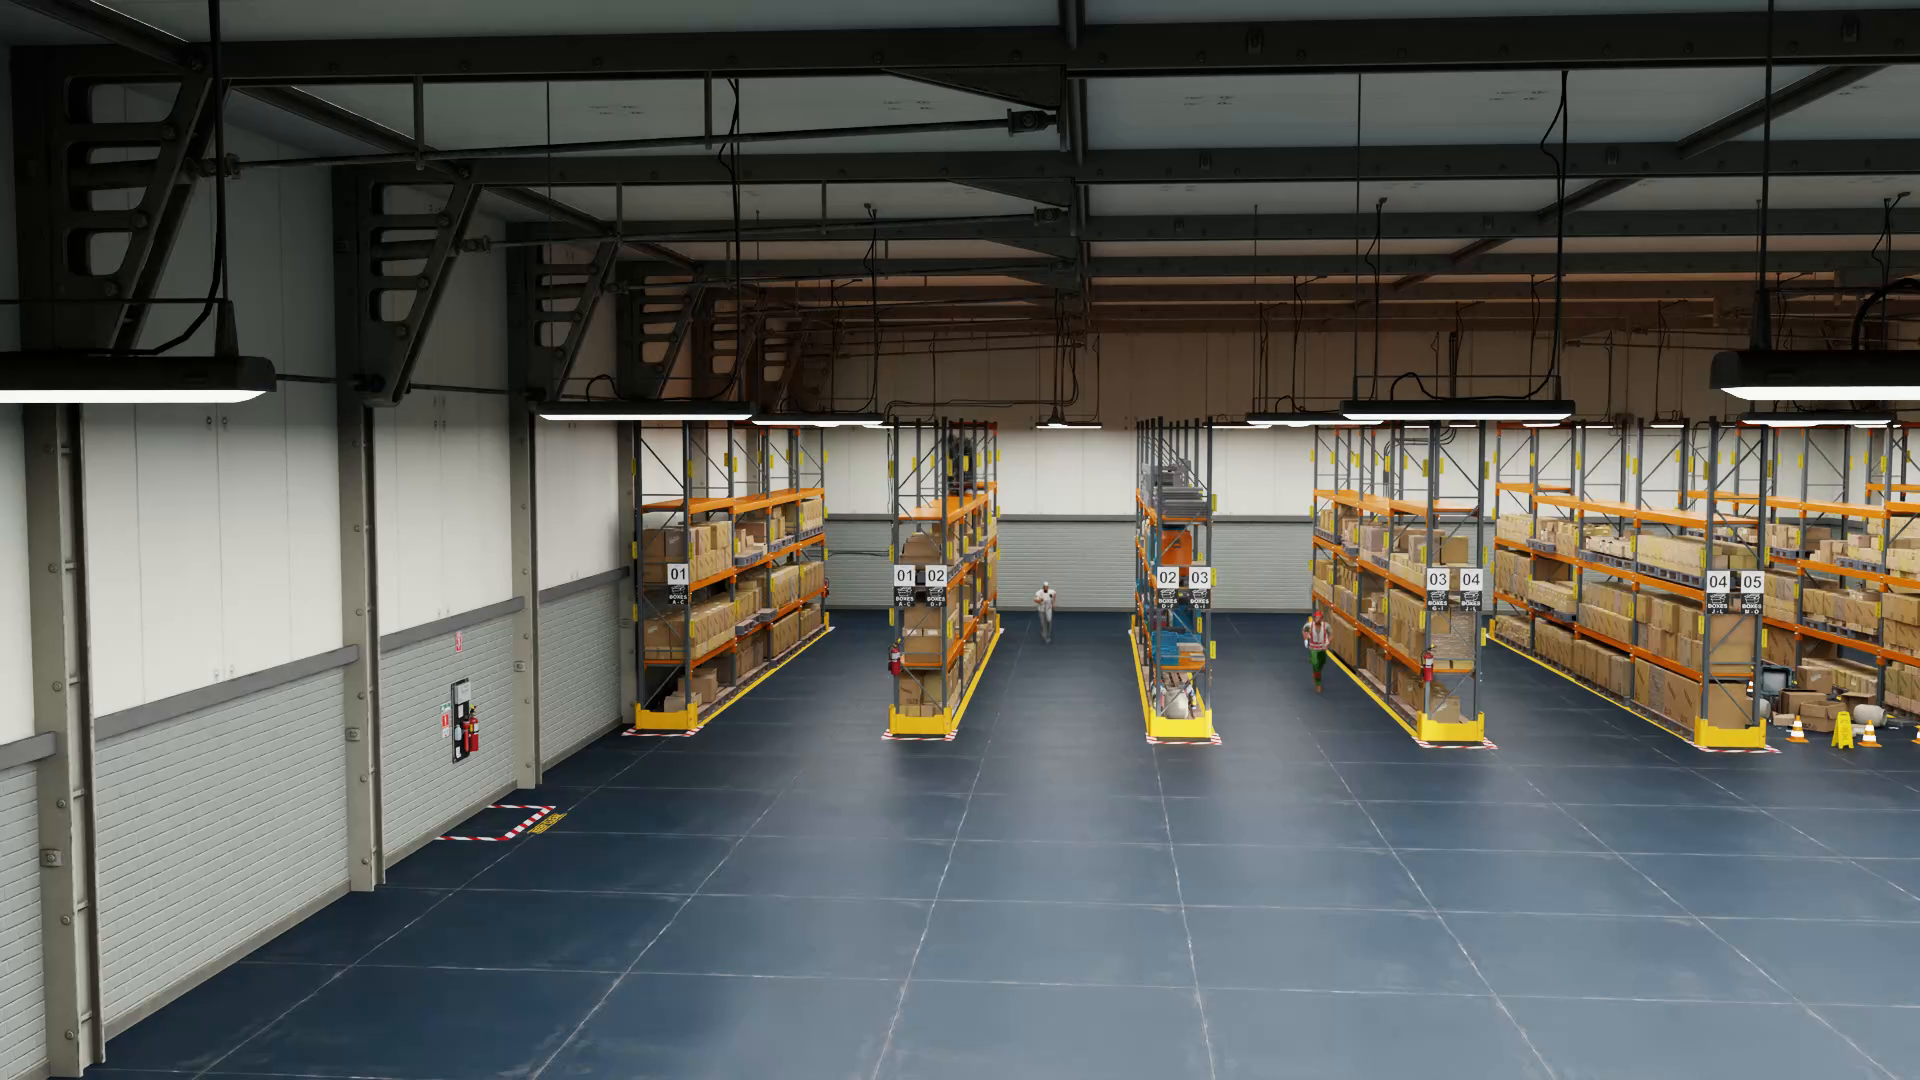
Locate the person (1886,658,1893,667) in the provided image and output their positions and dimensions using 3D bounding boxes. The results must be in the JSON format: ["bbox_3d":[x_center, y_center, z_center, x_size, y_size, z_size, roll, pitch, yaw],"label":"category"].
[{"bbox_3d":[21.366,2.404,37.898,0.723,1.715,0.950,0,4,6],"label":"person"}]

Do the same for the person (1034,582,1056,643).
[{"bbox_3d":[2.317,1.954,45.375,0.597,1.663,0.909,0,4,3],"label":"person"}]

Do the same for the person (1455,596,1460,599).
[{"bbox_3d":[13.470,1.948,44.943,0.548,1.643,0.673,0,4,5],"label":"person"}]

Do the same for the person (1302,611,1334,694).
[{"bbox_3d":[7.932,2.440,36.857,0.659,1.774,1.138,0,4,5],"label":"person"}]
